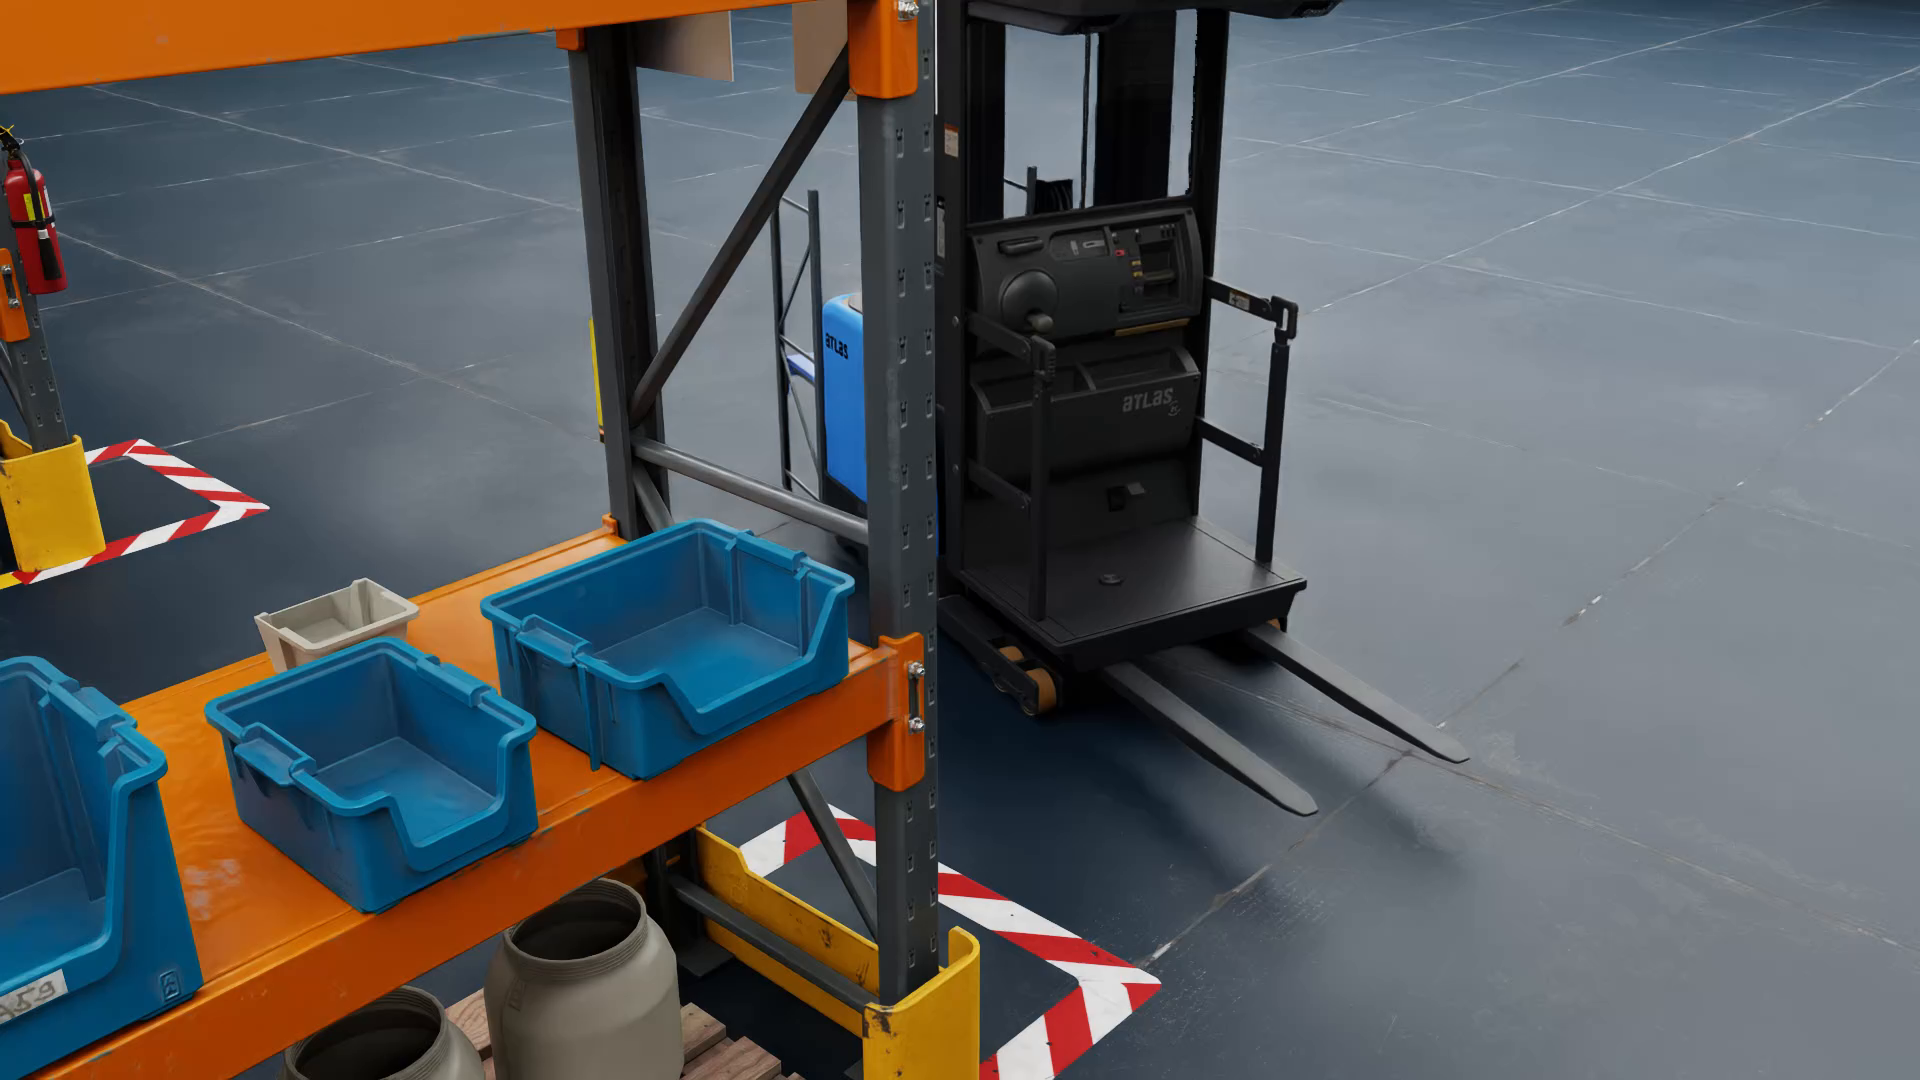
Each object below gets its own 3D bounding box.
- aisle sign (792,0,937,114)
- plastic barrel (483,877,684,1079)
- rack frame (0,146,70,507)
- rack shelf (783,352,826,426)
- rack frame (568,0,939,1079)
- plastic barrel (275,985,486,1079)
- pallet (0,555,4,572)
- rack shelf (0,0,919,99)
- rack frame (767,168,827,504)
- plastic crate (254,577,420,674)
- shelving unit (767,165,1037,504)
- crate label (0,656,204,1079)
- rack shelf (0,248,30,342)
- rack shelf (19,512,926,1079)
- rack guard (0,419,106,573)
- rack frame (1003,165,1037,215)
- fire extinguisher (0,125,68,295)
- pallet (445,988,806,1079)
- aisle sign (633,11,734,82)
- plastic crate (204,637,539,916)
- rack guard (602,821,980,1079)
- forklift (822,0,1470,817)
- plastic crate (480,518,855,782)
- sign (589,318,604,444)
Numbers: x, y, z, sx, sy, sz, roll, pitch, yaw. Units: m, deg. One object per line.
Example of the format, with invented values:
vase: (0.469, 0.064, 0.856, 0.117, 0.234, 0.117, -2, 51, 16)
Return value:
aisle sign: (-0.192, -1.230, 3.150, 0.394, 0.787, 0.004, 20, 31, 38)
plastic barrel: (-0.843, 1.062, 3.743, 0.421, 0.512, 0.421, 0, 24, 0)
rack frame: (-4.149, -1.456, 6.830, 1.000, 3.000, 0.127, 20, 31, 38)
rack shelf: (-0.249, -0.755, 7.539, 1.000, 0.185, 0.538, -12, 27, -25)
rack frame: (-0.461, -0.103, 3.814, 1.000, 3.000, 0.127, 20, 31, 38)
plastic barrel: (-1.178, 1.215, 3.402, 0.421, 0.512, 0.421, 0, 24, 0)
pallet: (-4.768, 0.078, 6.818, 1.003, 0.211, 1.213, 20, 31, 38)
rack shelf: (-1.796, -0.534, 1.988, 1.077, 0.370, 4.000, 20, 31, 38)
rack frame: (-0.702, -0.824, 7.255, 0.032, 1.500, 0.500, -12, 27, -25)
plastic crate: (-1.298, 0.202, 3.456, 0.298, 0.136, 0.250, 20, 31, 38)
shelving unit: (-0.249, -0.919, 7.466, 1.048, 1.500, 0.538, -12, 27, -25)
crate label: (-1.488, 0.515, 2.391, 0.502, 0.435, 0.616, 20, 31, 38)
rack shelf: (-5.484, -0.518, 5.618, 1.077, 0.370, 4.000, 20, 31, 38)
rack shelf: (-1.796, 0.834, 2.602, 1.077, 0.370, 4.000, 20, 31, 38)
rack guard: (-4.200, -0.292, 7.290, 1.175, 0.500, 0.348, 20, 31, 38)
rack frame: (0.204, -1.013, 7.677, 0.032, 1.500, 0.500, -12, 27, -25)
fire extinguisher: (-3.730, -1.329, 6.643, 0.296, 0.674, 0.183, 20, 31, 38)
pallet: (-1.023, 1.451, 3.755, 1.003, 0.211, 1.213, 20, 31, 38)
aisle sign: (-0.631, -1.391, 3.509, 0.394, 0.787, 0.004, 20, 31, 38)
plastic crate: (-1.010, 0.395, 2.884, 0.499, 0.251, 0.408, 20, 31, 38)
rack guard: (-0.476, 1.073, 4.245, 1.175, 0.500, 0.348, 20, 31, 38)
forklift: (0.569, -0.930, 5.742, 1.130, 2.935, 3.031, -13, 27, -26)
plastic crate: (-0.572, 0.199, 3.322, 0.499, 0.251, 0.616, 20, 31, 38)
sign: (-0.868, -0.381, 4.095, 0.100, 0.325, 0.005, 20, 31, 38)
